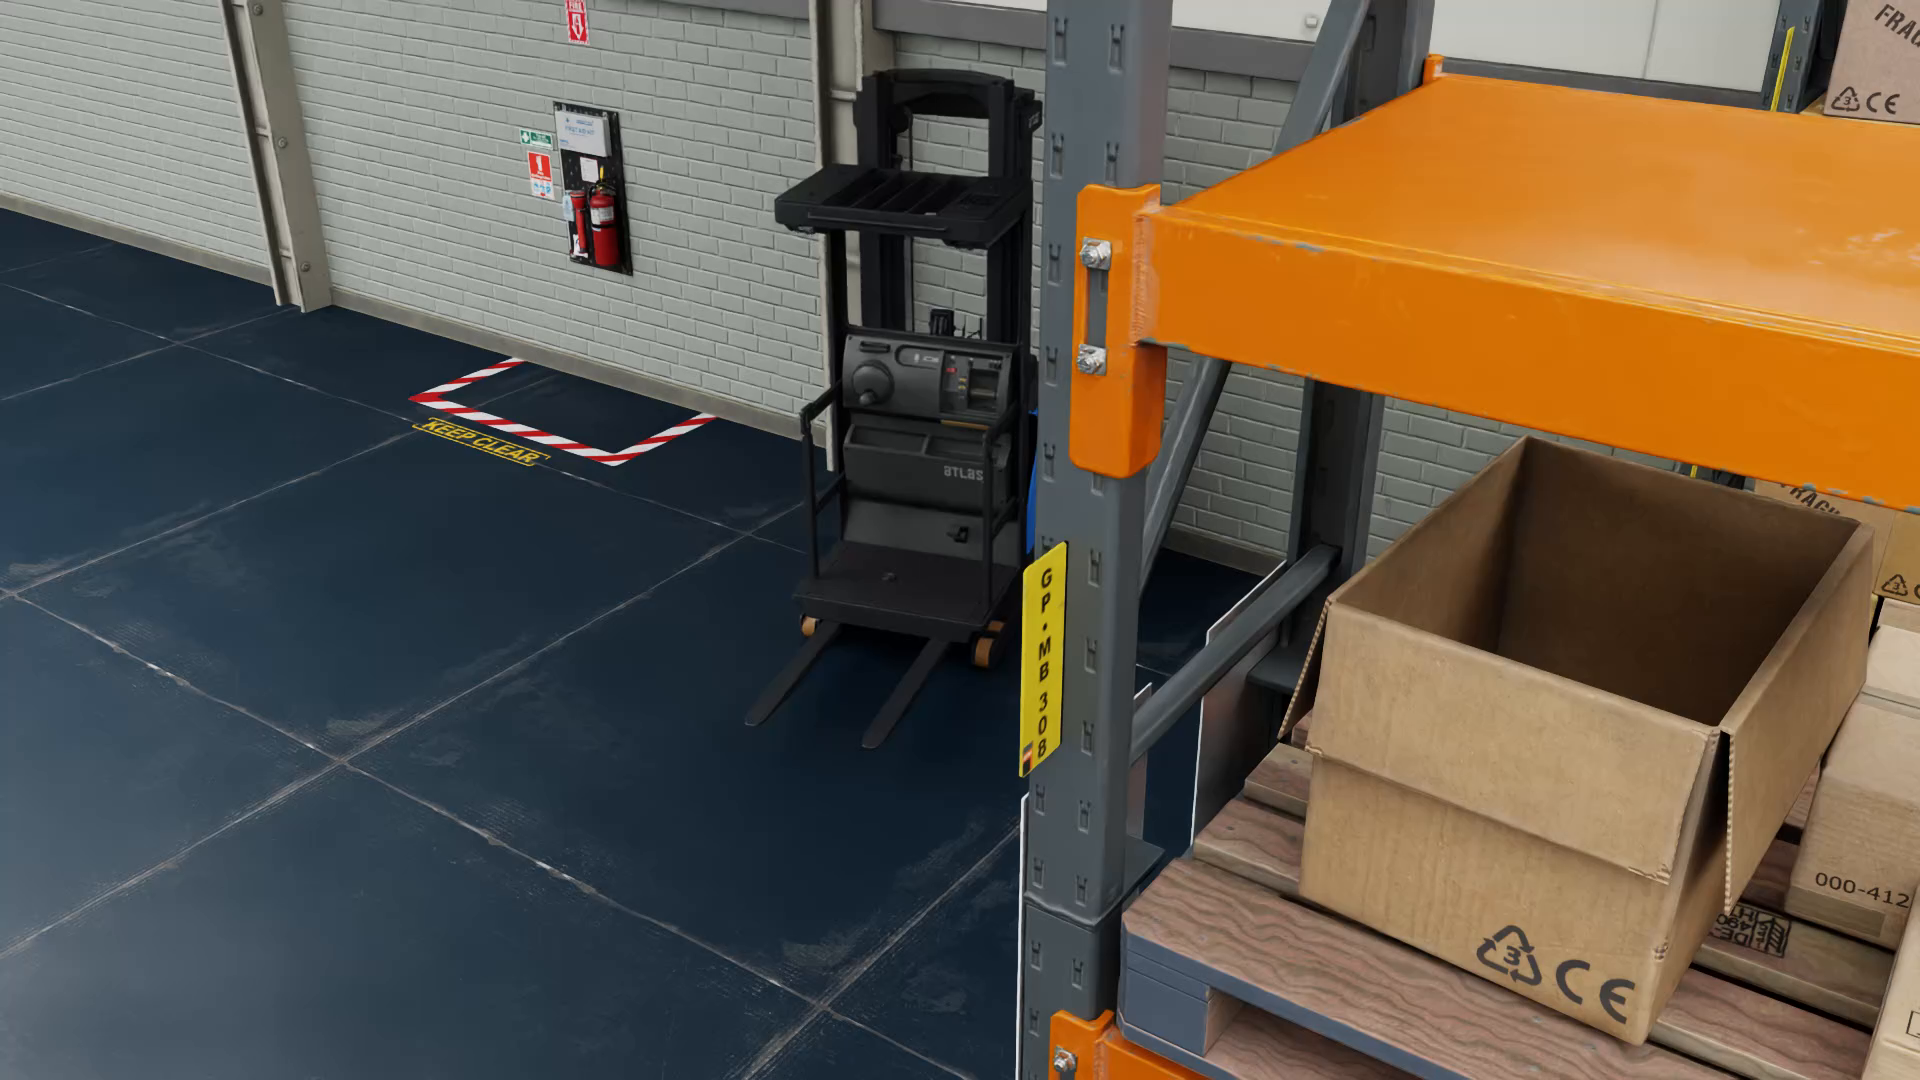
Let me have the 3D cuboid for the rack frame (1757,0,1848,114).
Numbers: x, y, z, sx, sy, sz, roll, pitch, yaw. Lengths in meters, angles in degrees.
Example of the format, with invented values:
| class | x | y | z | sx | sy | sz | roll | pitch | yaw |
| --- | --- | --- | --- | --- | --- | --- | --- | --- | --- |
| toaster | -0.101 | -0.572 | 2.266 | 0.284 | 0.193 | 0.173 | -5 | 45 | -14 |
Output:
| class | x | y | z | sx | sy | sz | roll | pitch | yaw |
| --- | --- | --- | --- | --- | --- | --- | --- | --- | --- |
| rack frame | 3.233 | -2.805 | 5.841 | 0.127 | 3.000 | 1.000 | 17 | 32 | 30 |

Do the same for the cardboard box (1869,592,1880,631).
| class | x | y | z | sx | sy | sz | roll | pitch | yaw |
| --- | --- | --- | --- | --- | --- | --- | --- | --- | --- |
| cardboard box | 3.455 | 0.170 | 6.752 | 0.500 | 0.250 | 0.500 | 16 | 31 | 29 |

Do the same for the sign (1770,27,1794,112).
| class | x | y | z | sx | sy | sz | roll | pitch | yaw |
| --- | --- | --- | --- | --- | --- | --- | --- | --- | --- |
| sign | 2.926 | -1.655 | 5.924 | 0.005 | 0.325 | 0.100 | 17 | 32 | 30 |

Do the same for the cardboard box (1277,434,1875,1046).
| class | x | y | z | sx | sy | sz | roll | pitch | yaw |
| --- | --- | --- | --- | --- | --- | --- | --- | --- | --- |
| cardboard box | 0.903 | 0.238 | 2.437 | 0.637 | 0.503 | 0.797 | 20 | 33 | 34 |

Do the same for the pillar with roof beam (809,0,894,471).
| class | x | y | z | sx | sy | sz | roll | pitch | yaw |
| --- | --- | --- | --- | --- | --- | --- | --- | --- | --- |
| pillar with roof beam | -3.083 | -2.880 | 5.988 | 0.400 | 9.000 | 9.100 | 17 | 32 | 30 |

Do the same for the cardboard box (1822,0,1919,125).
| class | x | y | z | sx | sy | sz | roll | pitch | yaw |
| --- | --- | --- | --- | --- | --- | --- | --- | --- | --- |
| cardboard box | 3.413 | -1.778 | 5.895 | 0.500 | 0.500 | 0.500 | 15 | 31 | 27 |

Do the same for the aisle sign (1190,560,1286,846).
| class | x | y | z | sx | sy | sz | roll | pitch | yaw |
| --- | --- | --- | --- | --- | --- | --- | --- | --- | --- |
| aisle sign | 0.543 | 0.436 | 3.220 | 0.004 | 0.787 | 0.394 | 17 | 32 | 30 |

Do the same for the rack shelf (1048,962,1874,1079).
| class | x | y | z | sx | sy | sz | roll | pitch | yaw |
| --- | --- | --- | --- | --- | --- | --- | --- | --- | --- |
| rack shelf | 2.080 | 1.219 | 2.034 | 4.000 | 0.370 | 1.077 | 17 | 32 | 30 |

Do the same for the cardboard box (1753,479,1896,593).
| class | x | y | z | sx | sy | sz | roll | pitch | yaw |
| --- | --- | --- | --- | --- | --- | --- | --- | --- | --- |
| cardboard box | 3.456 | -0.173 | 6.599 | 0.500 | 0.500 | 0.500 | 17 | 32 | 30 |

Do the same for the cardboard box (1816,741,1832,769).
| class | x | y | z | sx | sy | sz | roll | pitch | yaw |
| --- | --- | --- | --- | --- | --- | --- | --- | --- | --- |
| cardboard box | 3.752 | 1.082 | 7.296 | 0.500 | 0.311 | 0.500 | 14 | 30 | 25 |

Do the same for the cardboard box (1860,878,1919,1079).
| class | x | y | z | sx | sy | sz | roll | pitch | yaw |
| --- | --- | --- | --- | --- | --- | --- | --- | --- | --- |
| cardboard box | 1.301 | 0.615 | 2.087 | 0.250 | 0.149 | 0.380 | 17 | 32 | 30 |

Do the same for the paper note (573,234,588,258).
| class | x | y | z | sx | sy | sz | roll | pitch | yaw |
| --- | --- | --- | --- | --- | --- | --- | --- | --- | --- |
| paper note | -2.768 | -2.144 | 12.126 | 0.142 | 0.148 | 0.016 | 17 | 32 | 30 |

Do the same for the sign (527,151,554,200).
| class | x | y | z | sx | sy | sz | roll | pitch | yaw |
| --- | --- | --- | --- | --- | --- | --- | --- | --- | --- |
| sign | -3.059 | -2.661 | 12.133 | 0.234 | 0.329 | 0.001 | 17 | 32 | 30 |

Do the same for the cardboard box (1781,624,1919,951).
| class | x | y | z | sx | sy | sz | roll | pitch | yaw |
| --- | --- | --- | --- | --- | --- | --- | --- | --- | --- |
| cardboard box | 1.530 | 0.399 | 2.400 | 0.500 | 0.250 | 0.500 | 17 | 32 | 30 |

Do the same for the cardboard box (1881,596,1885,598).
| class | x | y | z | sx | sy | sz | roll | pitch | yaw |
| --- | --- | --- | --- | --- | --- | --- | --- | --- | --- |
| cardboard box | 4.162 | 0.103 | 6.883 | 0.500 | 0.250 | 0.500 | 18 | 32 | 32 |

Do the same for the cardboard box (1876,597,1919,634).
| class | x | y | z | sx | sy | sz | roll | pitch | yaw |
| --- | --- | --- | --- | --- | --- | --- | --- | --- | --- |
| cardboard box | 3.891 | 0.298 | 6.500 | 0.500 | 0.250 | 0.500 | 16 | 31 | 29 |

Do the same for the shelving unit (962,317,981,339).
| class | x | y | z | sx | sy | sz | roll | pitch | yaw |
| --- | --- | --- | --- | --- | --- | --- | --- | --- | --- |
| shelving unit | 0.149 | -0.780 | 10.440 | 0.189 | 1.200 | 0.258 | 13 | 27 | 26 |

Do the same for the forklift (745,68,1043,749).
| class | x | y | z | sx | sy | sz | roll | pitch | yaw |
| --- | --- | --- | --- | --- | --- | --- | --- | --- | --- |
| forklift | -0.243 | -0.824 | 8.638 | 1.130 | 2.935 | 3.031 | 9 | 28 | 16 |

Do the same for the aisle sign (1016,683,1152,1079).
| class | x | y | z | sx | sy | sz | roll | pitch | yaw |
| --- | --- | --- | --- | --- | --- | --- | --- | --- | --- |
| aisle sign | 0.204 | 0.660 | 2.779 | 0.004 | 0.787 | 0.394 | 17 | 32 | 30 |

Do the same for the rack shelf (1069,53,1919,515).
| class | x | y | z | sx | sy | sz | roll | pitch | yaw |
| --- | --- | --- | --- | --- | --- | --- | --- | --- | --- |
| rack shelf | 2.080 | 0.060 | 1.445 | 4.000 | 0.370 | 1.077 | 17 | 32 | 30 |

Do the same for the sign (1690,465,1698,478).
| class | x | y | z | sx | sy | sz | roll | pitch | yaw |
| --- | --- | --- | --- | --- | --- | --- | --- | --- | --- |
| sign | 2.926 | -0.315 | 6.607 | 0.005 | 0.325 | 0.100 | 17 | 32 | 30 |

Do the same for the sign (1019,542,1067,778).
| class | x | y | z | sx | sy | sz | roll | pitch | yaw |
| --- | --- | --- | --- | --- | --- | --- | --- | --- | --- |
| sign | 0.112 | 0.165 | 2.259 | 0.005 | 0.325 | 0.100 | 17 | 32 | 30 |

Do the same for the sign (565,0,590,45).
| class | x | y | z | sx | sy | sz | roll | pitch | yaw |
| --- | --- | --- | --- | --- | --- | --- | --- | --- | --- |
| sign | -2.612 | -3.537 | 11.338 | 0.199 | 0.298 | 0.001 | 17 | 32 | 30 |

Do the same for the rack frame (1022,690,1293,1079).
| class | x | y | z | sx | sy | sz | roll | pitch | yaw |
| --- | --- | --- | --- | --- | --- | --- | --- | --- | --- |
| rack frame | 0.431 | 1.721 | 3.561 | 0.127 | 3.000 | 1.000 | 17 | 32 | 30 |

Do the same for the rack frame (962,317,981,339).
| class | x | y | z | sx | sy | sz | roll | pitch | yaw |
| --- | --- | --- | --- | --- | --- | --- | --- | --- | --- |
| rack frame | 0.070 | -0.799 | 10.480 | 0.006 | 1.200 | 0.240 | 13 | 27 | 26 |

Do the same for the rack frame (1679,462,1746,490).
| class | x | y | z | sx | sy | sz | roll | pitch | yaw |
| --- | --- | --- | --- | --- | --- | --- | --- | --- | --- |
| rack frame | 3.233 | -0.132 | 7.202 | 0.127 | 3.000 | 1.000 | 17 | 32 | 30 |

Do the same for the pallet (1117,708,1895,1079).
| class | x | y | z | sx | sy | sz | roll | pitch | yaw |
| --- | --- | --- | --- | --- | --- | --- | --- | --- | --- |
| pallet | 1.000 | 0.615 | 2.525 | 1.213 | 0.211 | 1.003 | 17 | 32 | 30 |

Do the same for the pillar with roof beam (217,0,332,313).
| class | x | y | z | sx | sy | sz | roll | pitch | yaw |
| --- | --- | --- | --- | --- | --- | --- | --- | --- | --- |
| pillar with roof beam | -8.029 | -4.421 | 9.016 | 0.400 | 9.000 | 9.100 | 17 | 32 | 30 |

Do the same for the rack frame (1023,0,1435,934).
| class | x | y | z | sx | sy | sz | roll | pitch | yaw |
| --- | --- | --- | --- | --- | --- | --- | --- | --- | --- |
| rack frame | 0.431 | -0.952 | 2.200 | 0.127 | 3.000 | 1.000 | 17 | 32 | 30 |

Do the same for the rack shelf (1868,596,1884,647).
| class | x | y | z | sx | sy | sz | roll | pitch | yaw |
| --- | --- | --- | --- | --- | --- | --- | --- | --- | --- |
| rack shelf | 4.881 | 0.702 | 6.356 | 4.000 | 0.370 | 1.077 | 17 | 32 | 30 |

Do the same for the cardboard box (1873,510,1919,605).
| class | x | y | z | sx | sy | sz | roll | pitch | yaw |
| --- | --- | --- | --- | --- | --- | --- | --- | --- | --- |
| cardboard box | 3.858 | -0.042 | 6.343 | 0.500 | 0.500 | 0.500 | 17 | 32 | 30 |

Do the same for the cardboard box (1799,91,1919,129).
| class | x | y | z | sx | sy | sz | roll | pitch | yaw |
| --- | --- | --- | --- | --- | --- | --- | --- | --- | --- |
| cardboard box | 3.367 | -1.343 | 6.142 | 0.500 | 0.500 | 0.500 | 18 | 32 | 32 |

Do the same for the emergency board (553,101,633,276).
| class | x | y | z | sx | sy | sz | roll | pitch | yaw |
| --- | --- | --- | --- | --- | --- | --- | --- | --- | --- |
| emergency board | -2.661 | -2.465 | 11.786 | 0.643 | 1.169 | 0.194 | 17 | 32 | 30 |

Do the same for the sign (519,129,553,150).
| class | x | y | z | sx | sy | sz | roll | pitch | yaw |
| --- | --- | --- | --- | --- | --- | --- | --- | --- | --- |
| sign | -3.060 | -2.893 | 12.004 | 0.331 | 0.109 | 0.001 | 17 | 32 | 30 |
